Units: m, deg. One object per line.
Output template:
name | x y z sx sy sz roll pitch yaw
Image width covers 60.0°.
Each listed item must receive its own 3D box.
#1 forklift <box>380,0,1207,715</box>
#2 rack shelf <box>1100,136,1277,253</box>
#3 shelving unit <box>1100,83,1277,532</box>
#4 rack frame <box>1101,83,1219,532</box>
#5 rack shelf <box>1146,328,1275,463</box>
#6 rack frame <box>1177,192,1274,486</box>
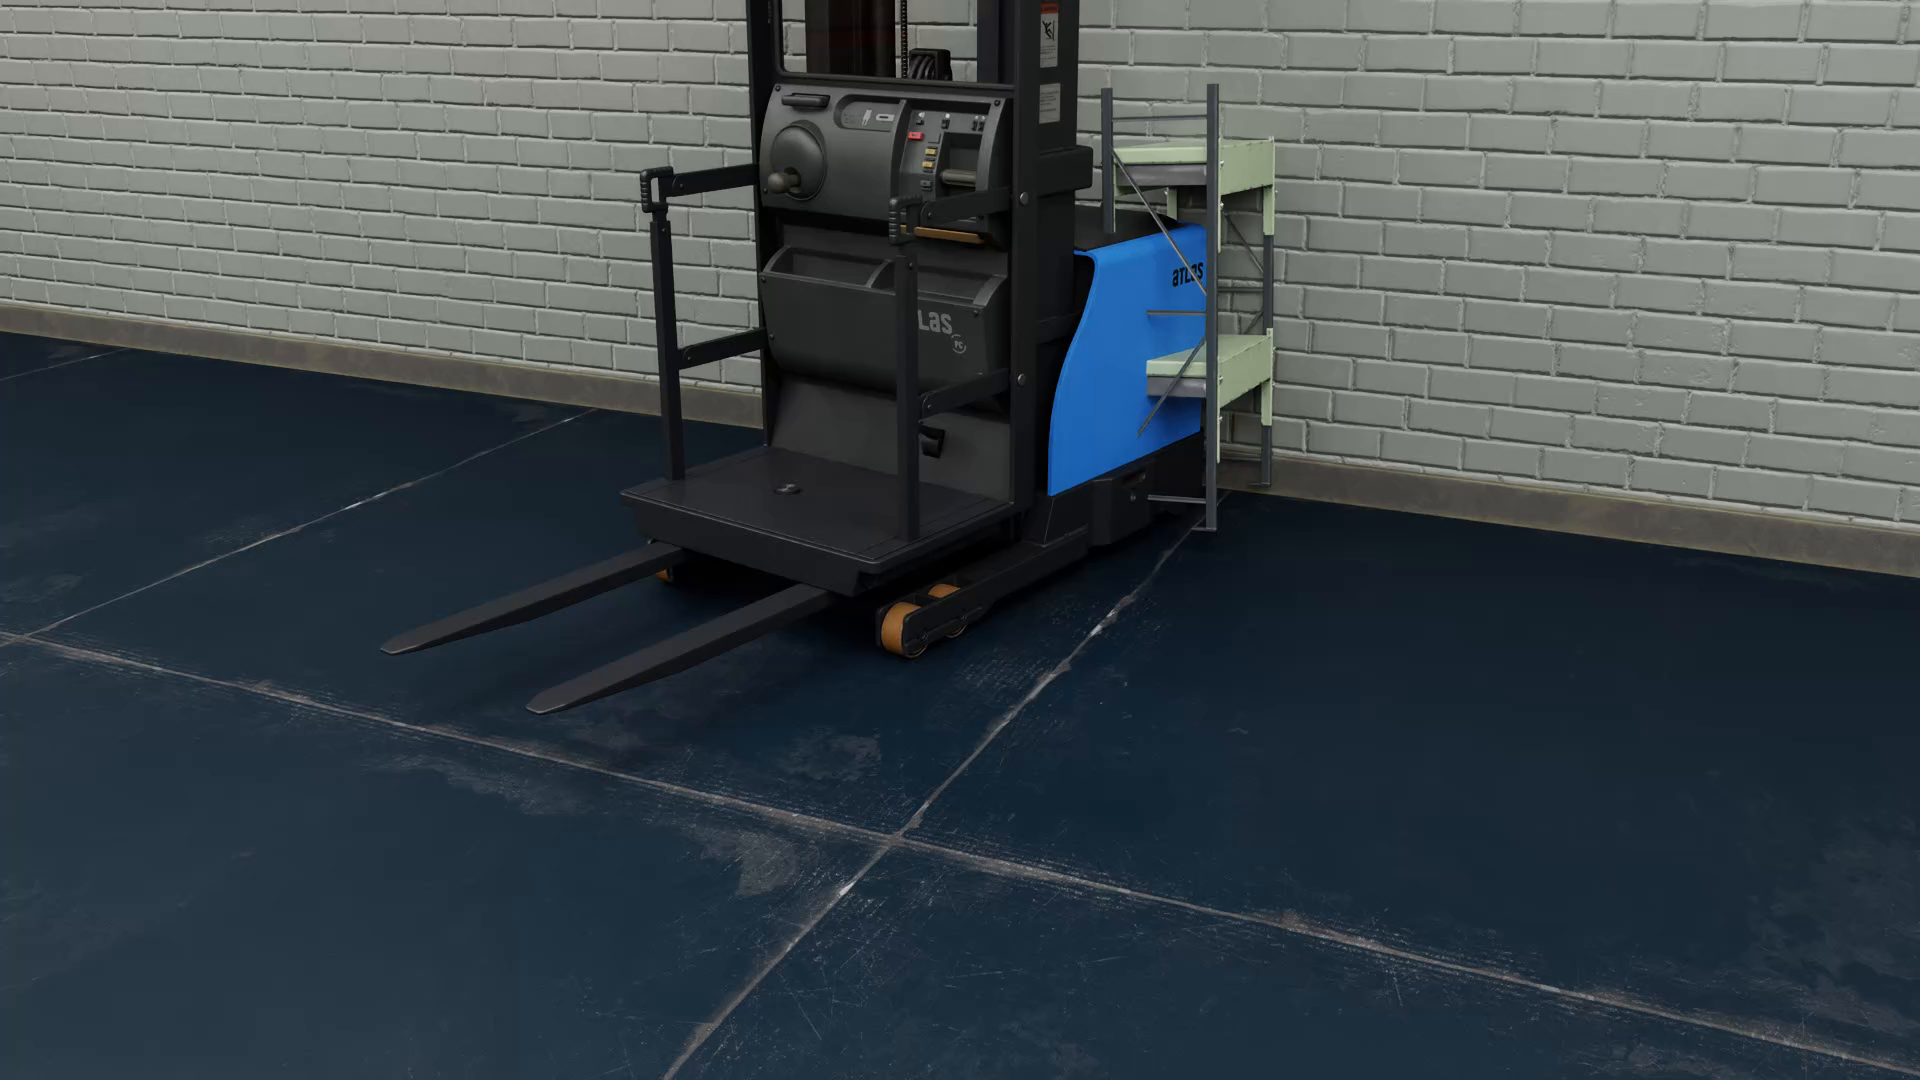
forklift | -0.382 -1.213 5.007 1.130 2.935 3.031 14 24 35
rack shelf | 0.822 -1.238 5.889 0.431 0.370 0.720 5 16 24
shelving unit | 0.836 -0.861 5.987 0.431 1.500 0.755 5 16 24
rack frame | 0.682 -0.771 5.667 0.400 1.500 0.023 5 16 24
rack shelf | 0.847 -0.545 6.070 0.431 0.370 0.720 5 16 24
rack frame | 0.989 -0.950 6.307 0.400 1.500 0.023 5 16 24
